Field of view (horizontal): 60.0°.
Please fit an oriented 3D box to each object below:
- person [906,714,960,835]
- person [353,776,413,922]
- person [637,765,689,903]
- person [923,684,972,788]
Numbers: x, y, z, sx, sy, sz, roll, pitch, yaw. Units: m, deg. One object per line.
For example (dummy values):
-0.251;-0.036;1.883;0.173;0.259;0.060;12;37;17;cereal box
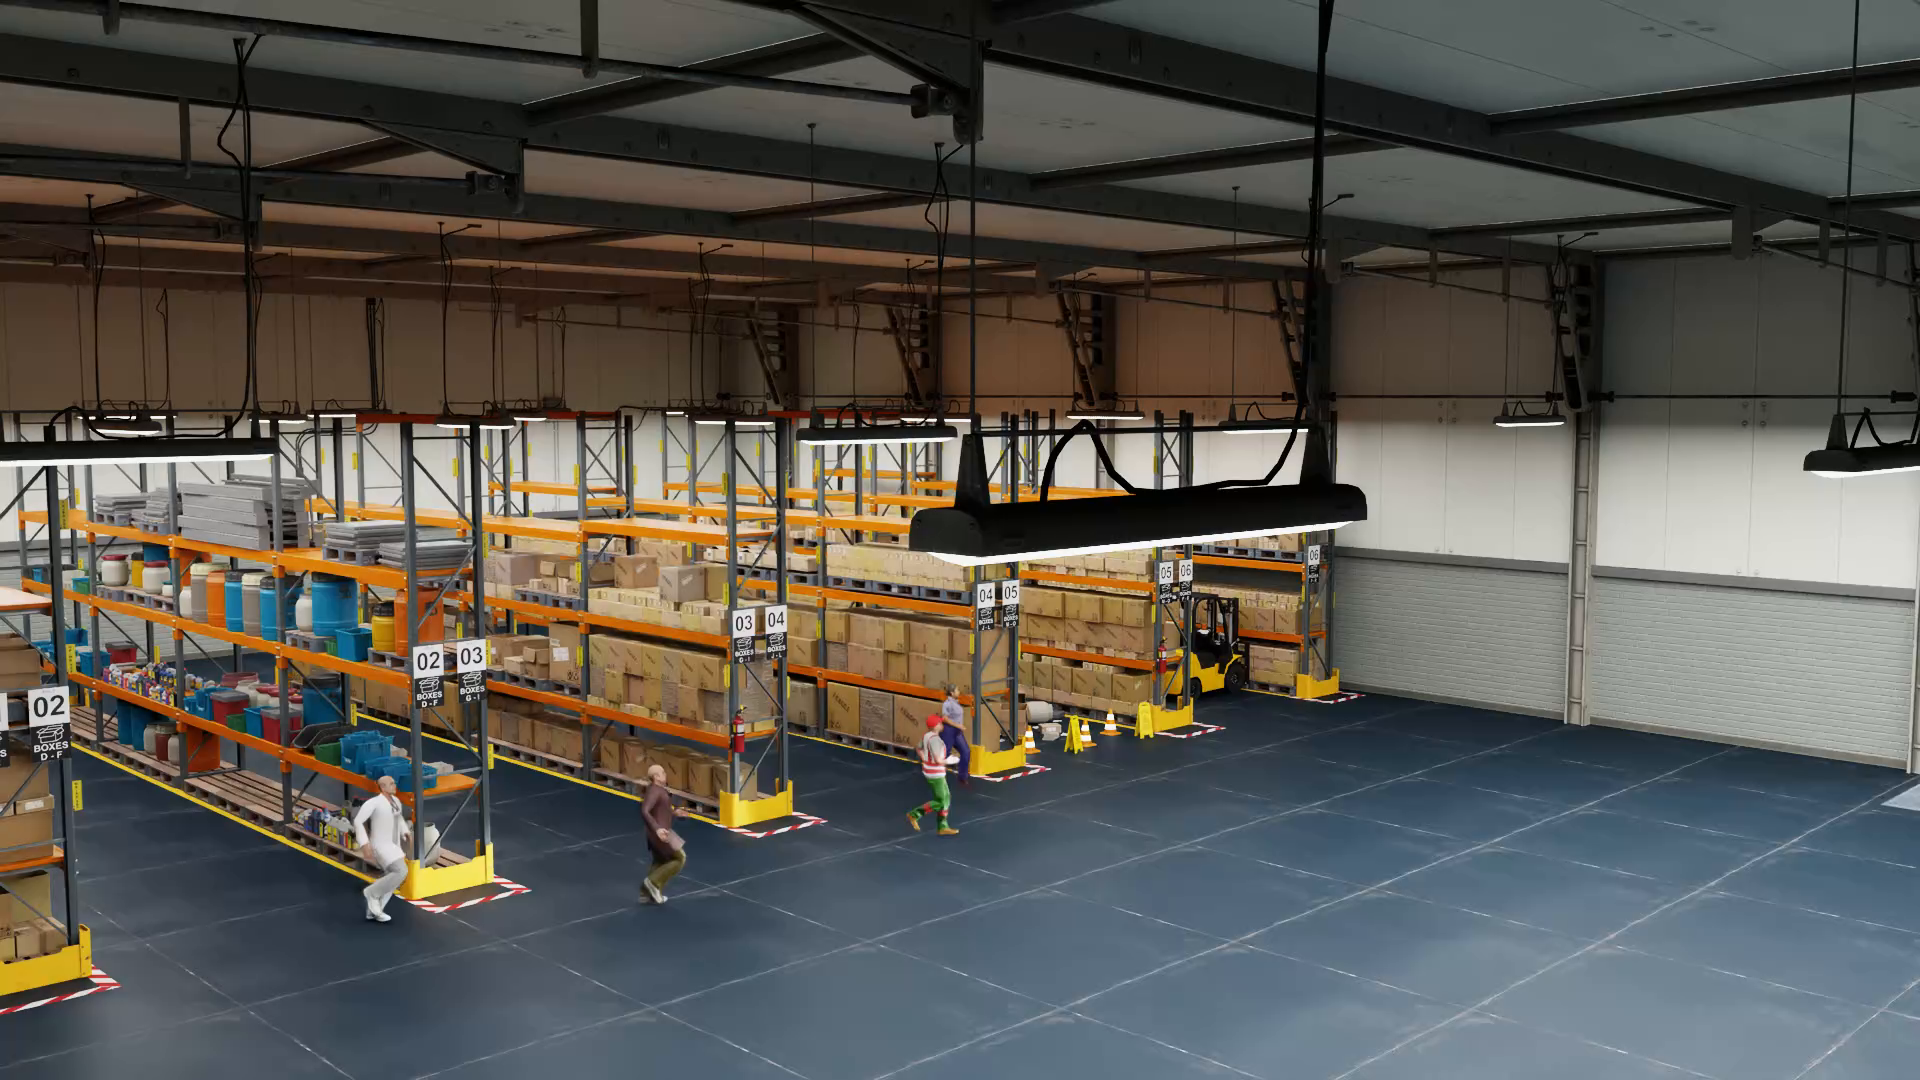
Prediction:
-0.406;3.376;23.878;0.782;1.757;0.663;-1;5;-13;person
-6.917;3.723;20.189;0.591;1.700;0.726;1;5;13;person
-3.692;3.659;20.694;0.670;1.744;0.698;-2;5;-19;person
-0.143;3.185;27.034;0.792;1.675;0.696;2;5;20;person
